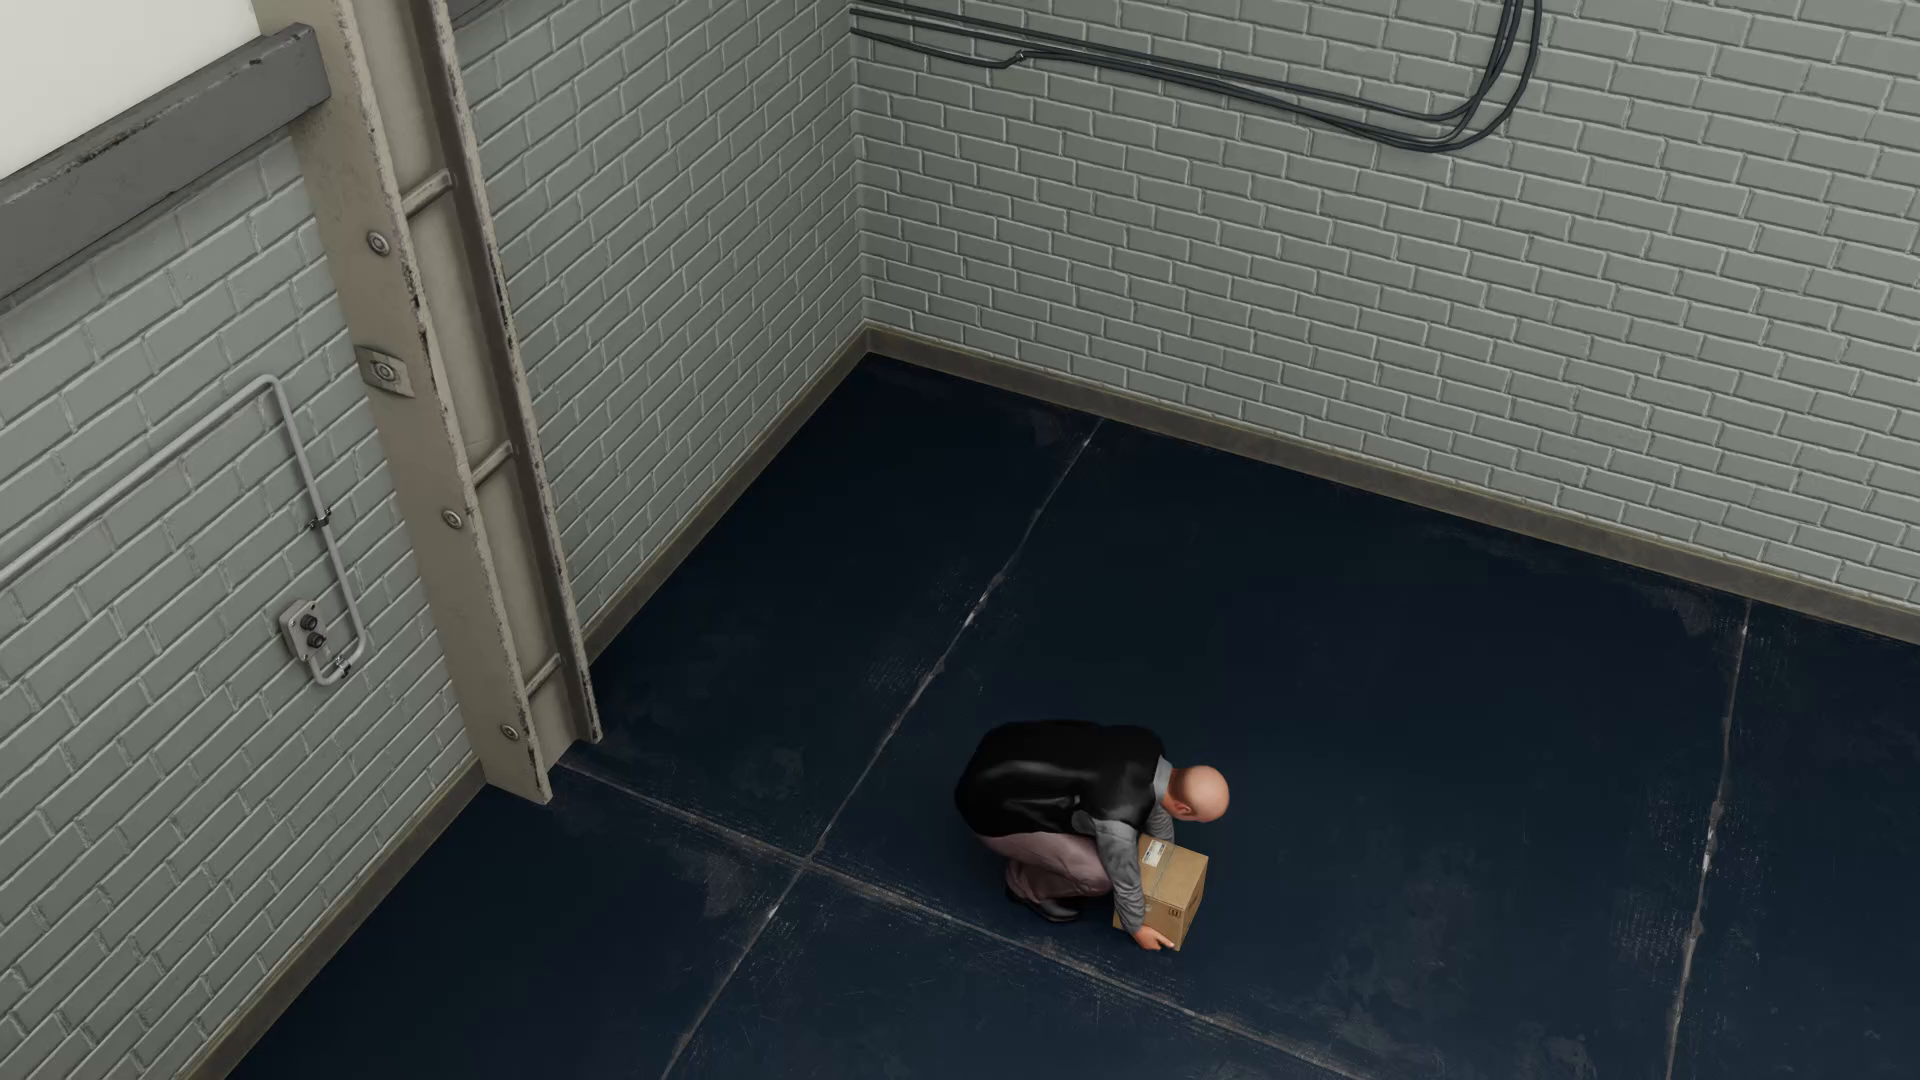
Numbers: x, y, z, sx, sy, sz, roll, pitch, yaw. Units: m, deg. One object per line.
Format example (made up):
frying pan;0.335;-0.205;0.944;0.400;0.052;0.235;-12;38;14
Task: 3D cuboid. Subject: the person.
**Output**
person;0.453;0.998;5.826;0.920;0.819;0.507;16;44;18
